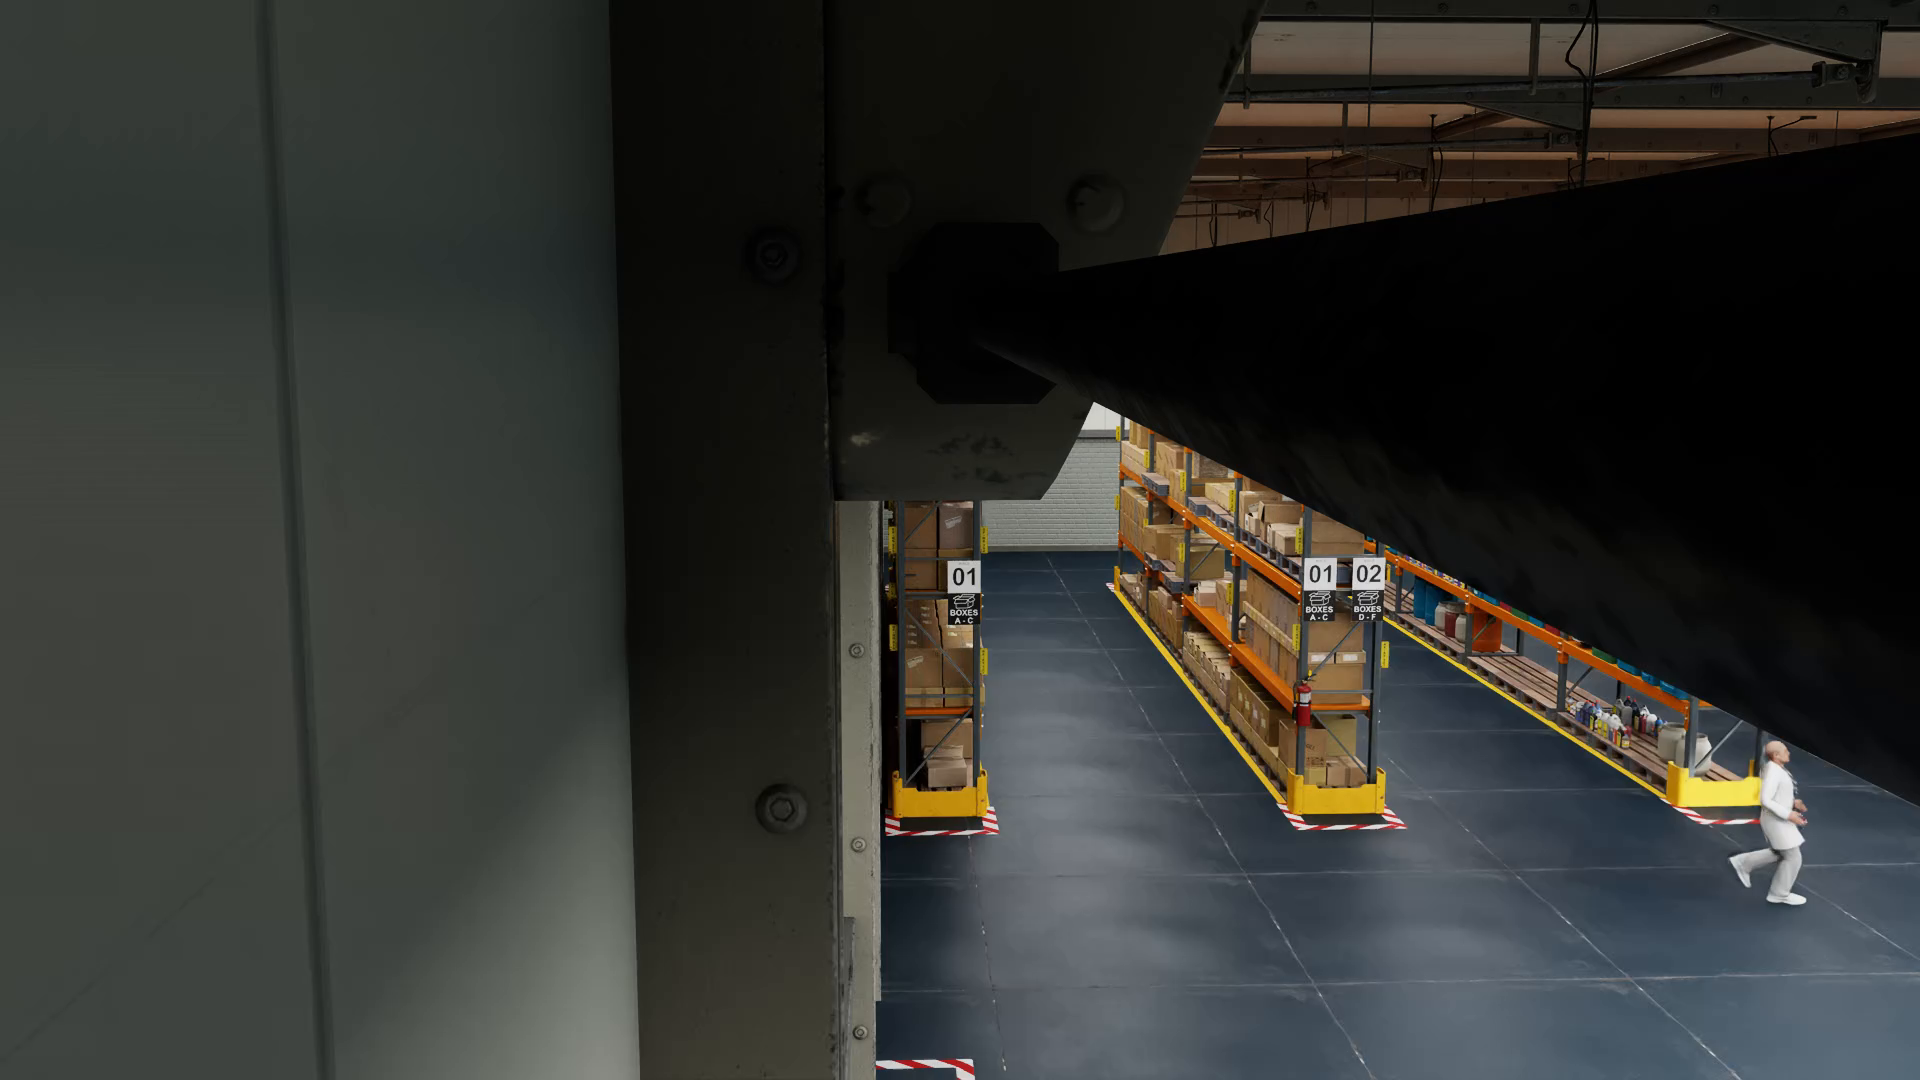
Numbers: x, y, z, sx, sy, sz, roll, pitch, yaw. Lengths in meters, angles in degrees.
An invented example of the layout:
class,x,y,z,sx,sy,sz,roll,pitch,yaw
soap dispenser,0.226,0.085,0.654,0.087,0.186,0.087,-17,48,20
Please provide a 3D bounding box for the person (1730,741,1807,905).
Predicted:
class,x,y,z,sx,sy,sz,roll,pitch,yaw
person,8.590,2.966,17.519,0.690,1.730,0.712,4,9,24
